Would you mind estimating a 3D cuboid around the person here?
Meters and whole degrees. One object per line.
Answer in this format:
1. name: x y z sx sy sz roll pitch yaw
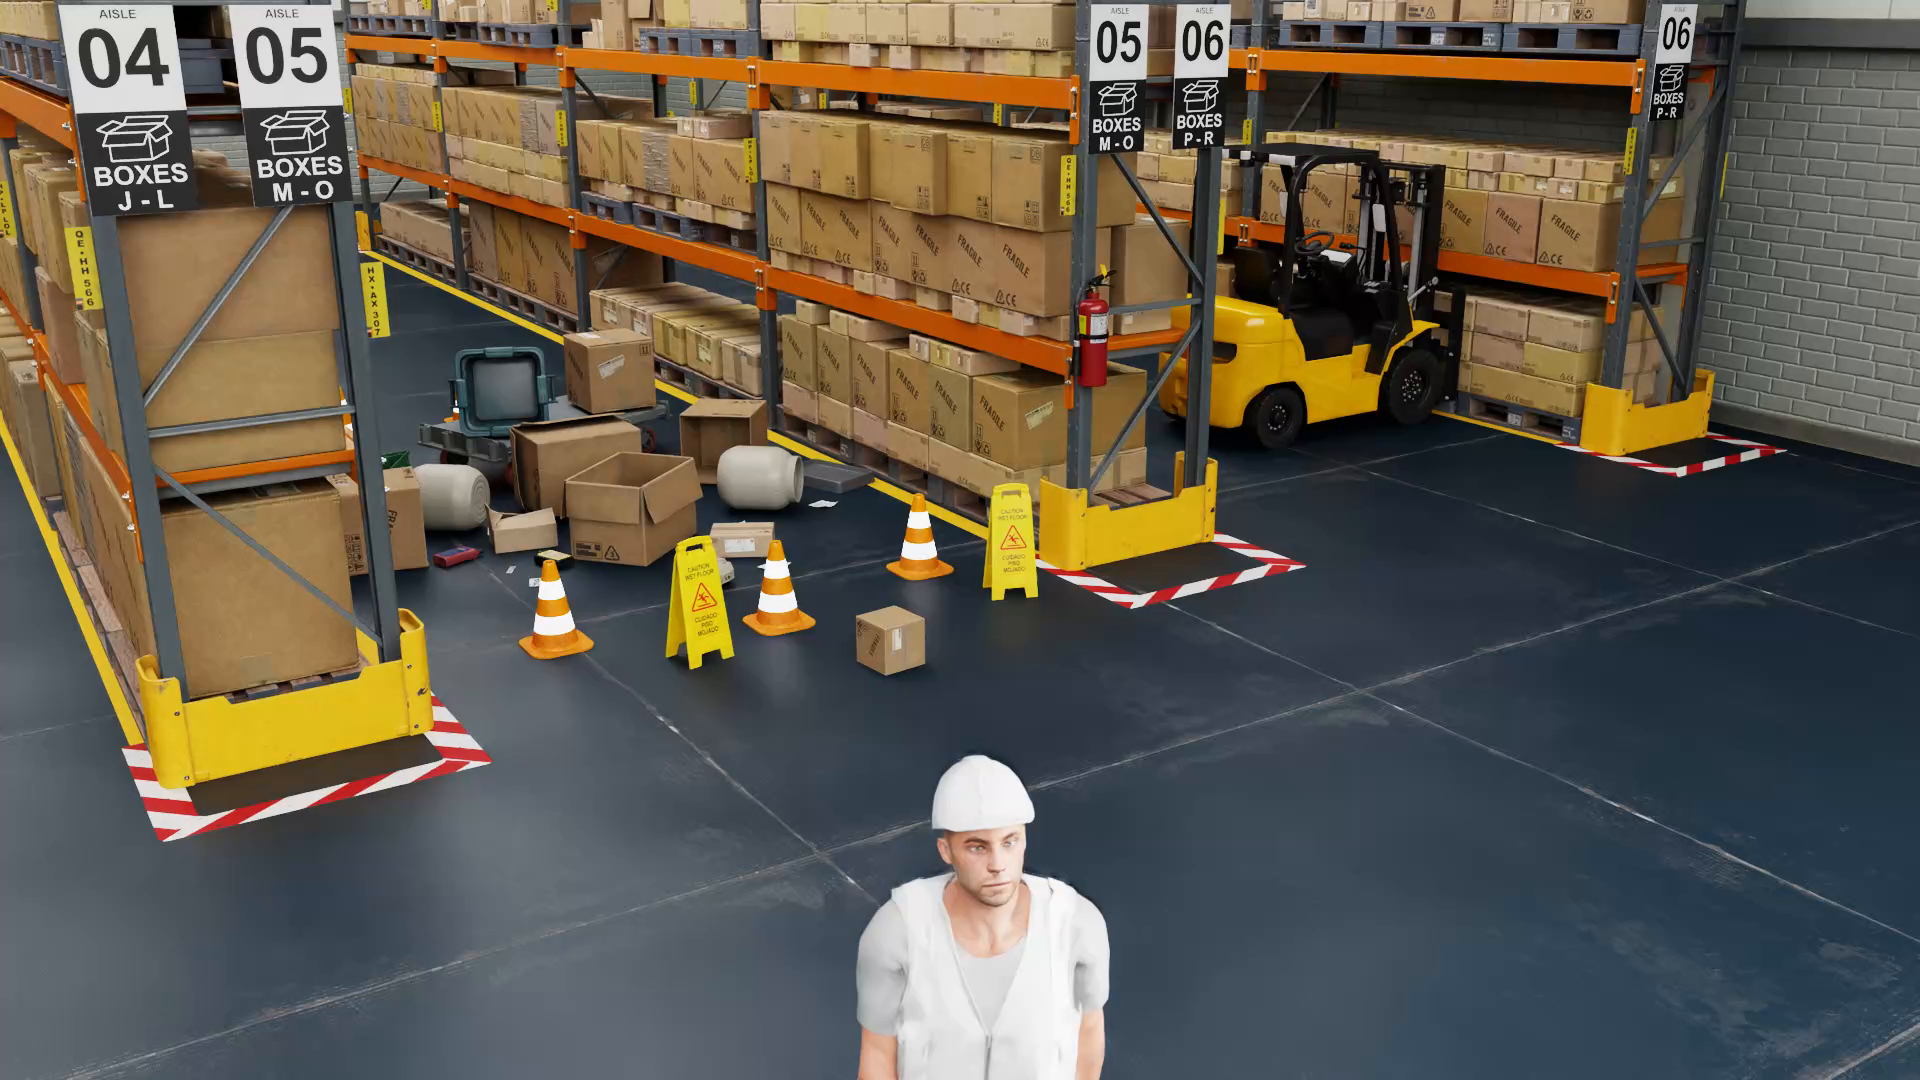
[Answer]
1. person: 0.049 1.319 3.448 0.523 1.832 0.516 0 18 1
